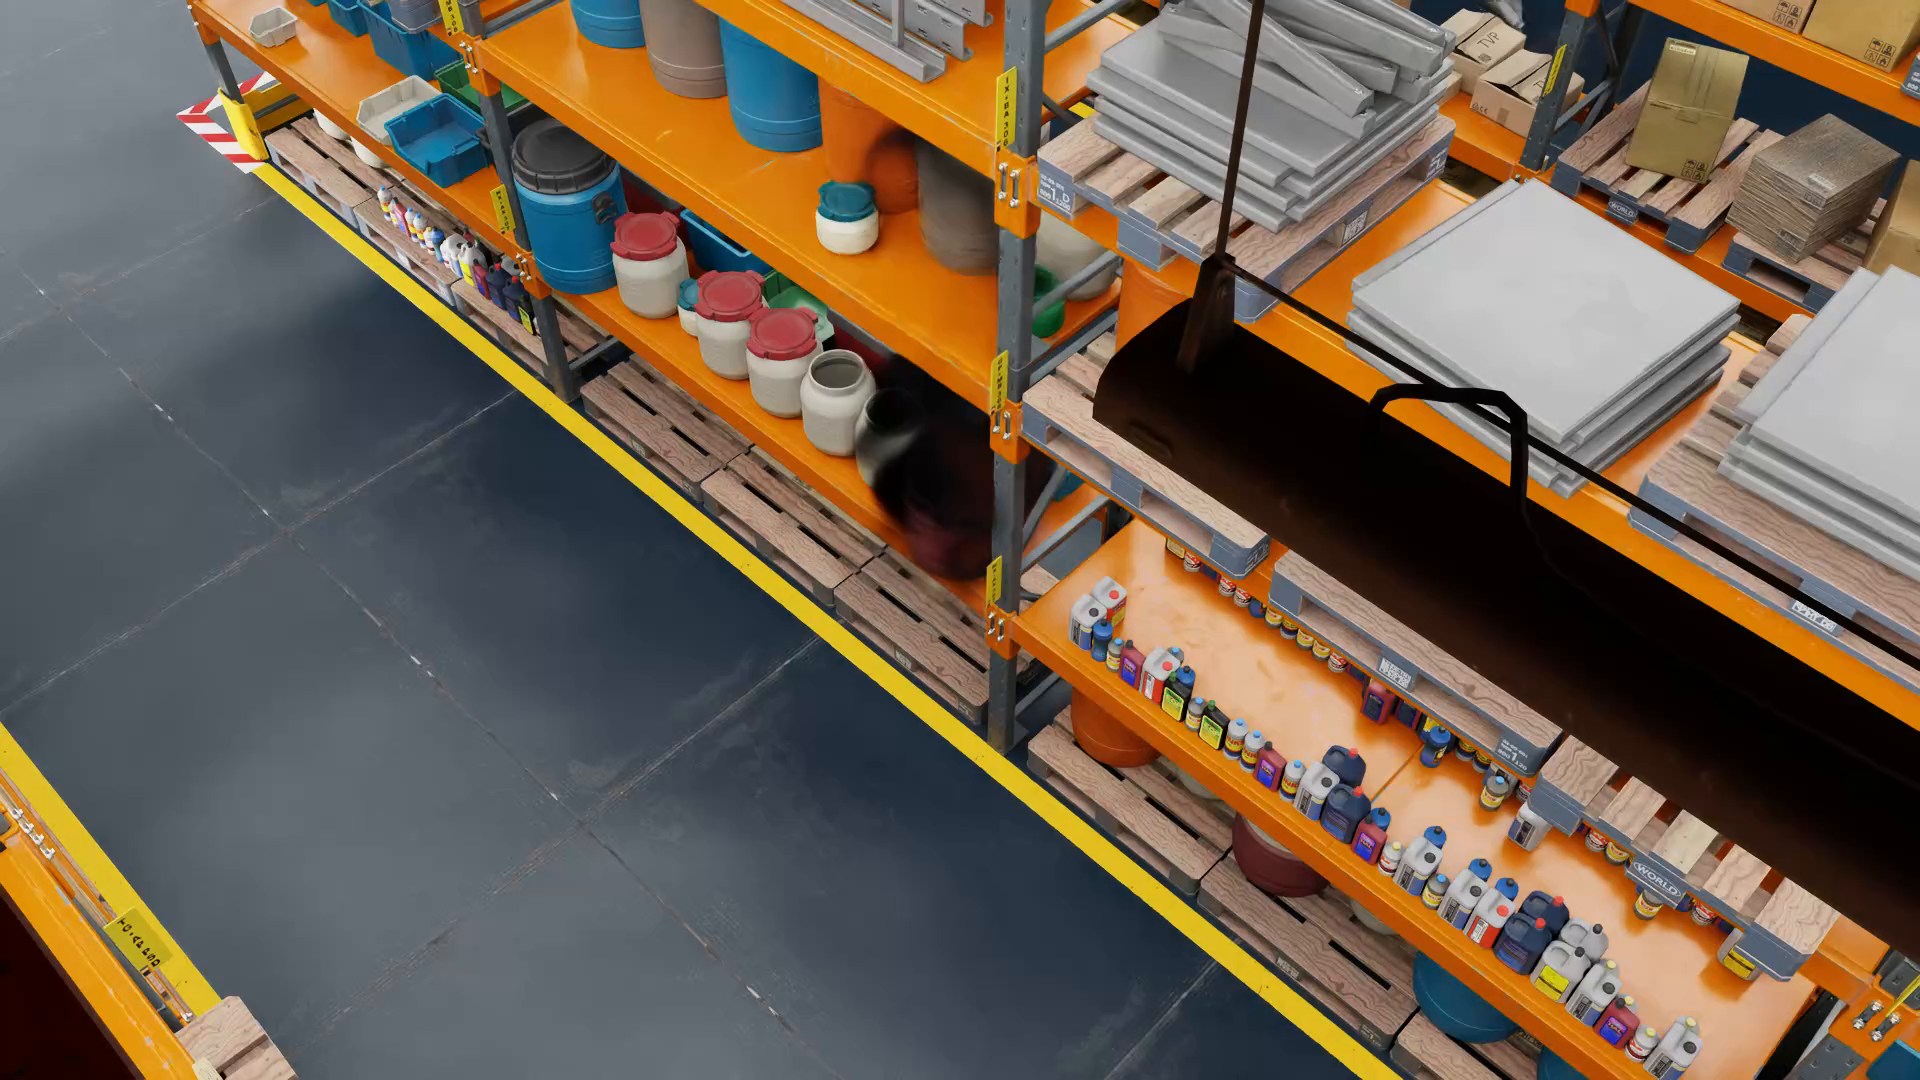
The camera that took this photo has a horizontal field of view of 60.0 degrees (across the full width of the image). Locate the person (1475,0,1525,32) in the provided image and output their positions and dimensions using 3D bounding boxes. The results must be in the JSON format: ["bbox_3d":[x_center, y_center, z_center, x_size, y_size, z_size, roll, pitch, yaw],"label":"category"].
[{"bbox_3d":[4.421,-4.669,13.248,0.539,1.628,0.599,31,57,23],"label":"person"}]
